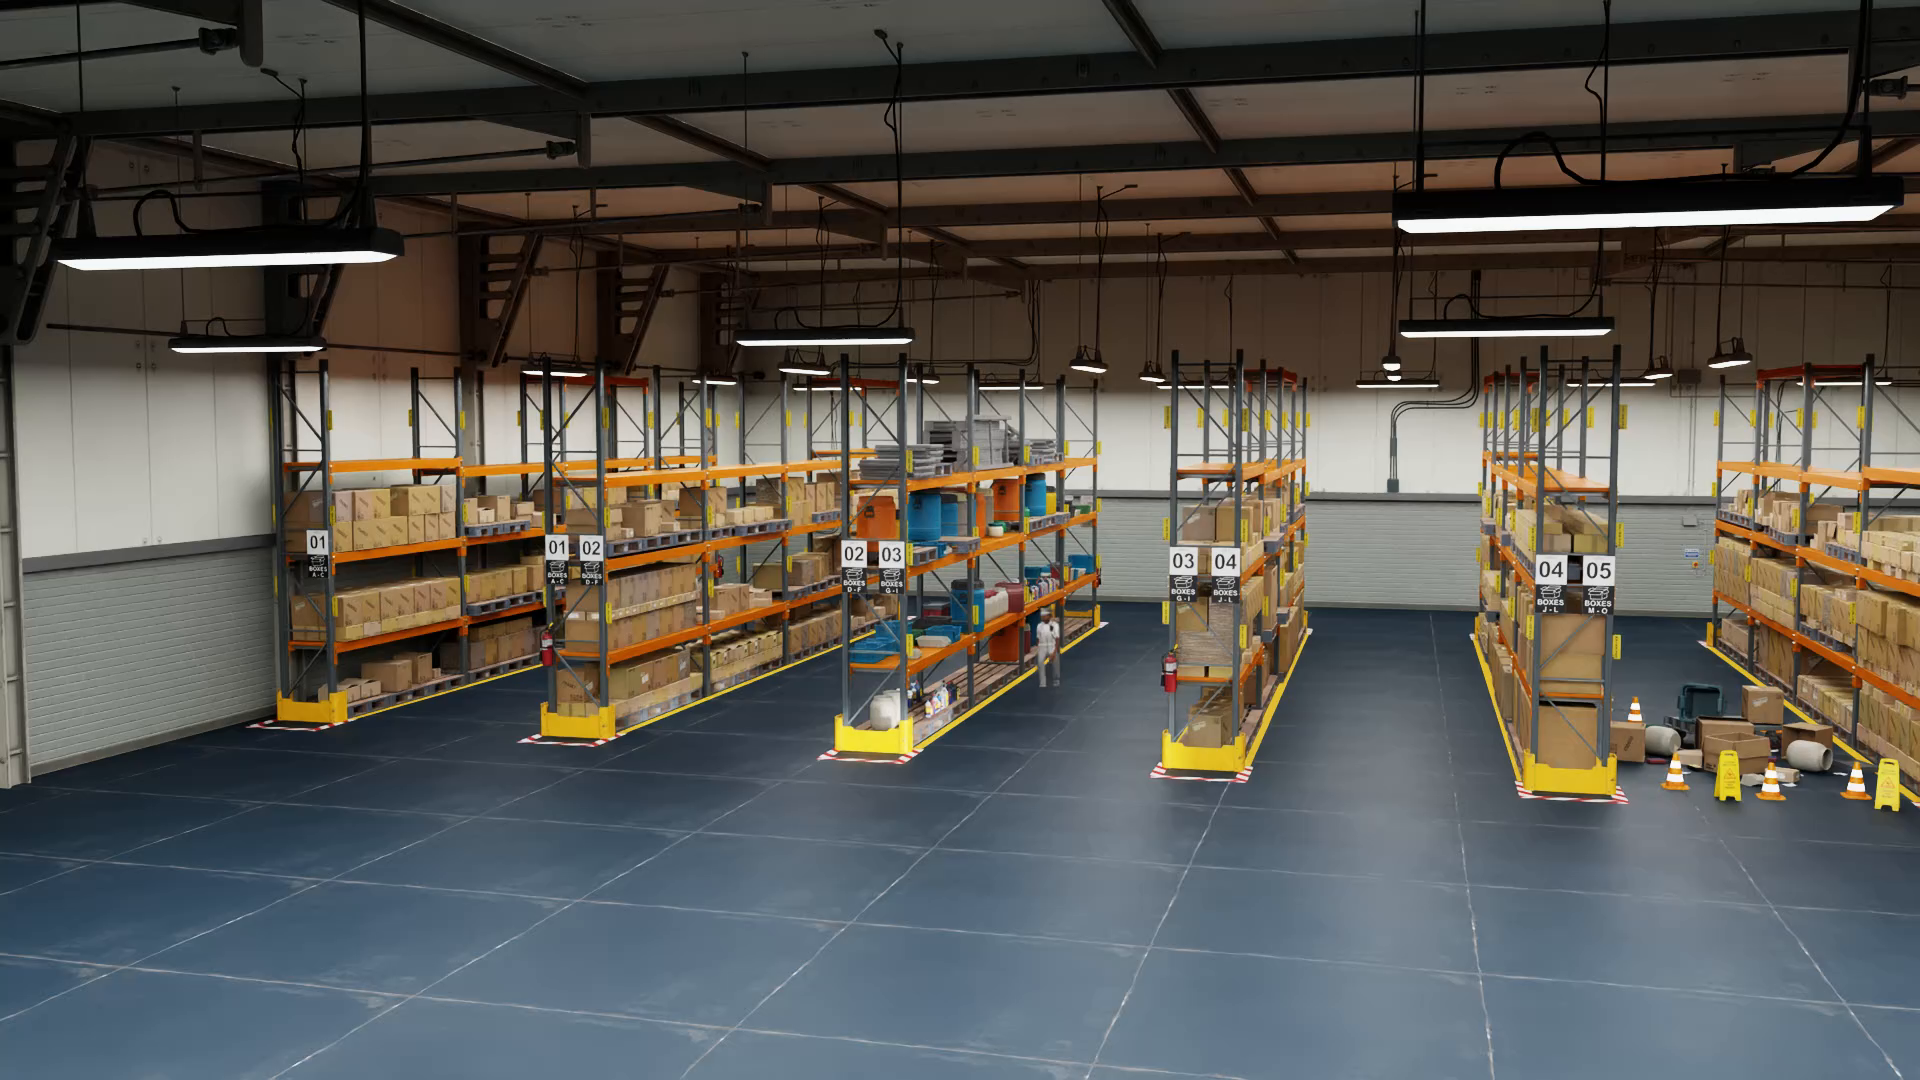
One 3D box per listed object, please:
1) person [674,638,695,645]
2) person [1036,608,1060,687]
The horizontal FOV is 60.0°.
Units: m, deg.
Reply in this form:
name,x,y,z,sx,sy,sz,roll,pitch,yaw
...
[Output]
name,x,y,z,sx,sy,sz,roll,pitch,yaw
person,-6.182,1.455,37.203,0.571,1.740,1.009,1,4,11
person,1.566,1.931,29.709,0.443,1.448,1.058,1,4,8
